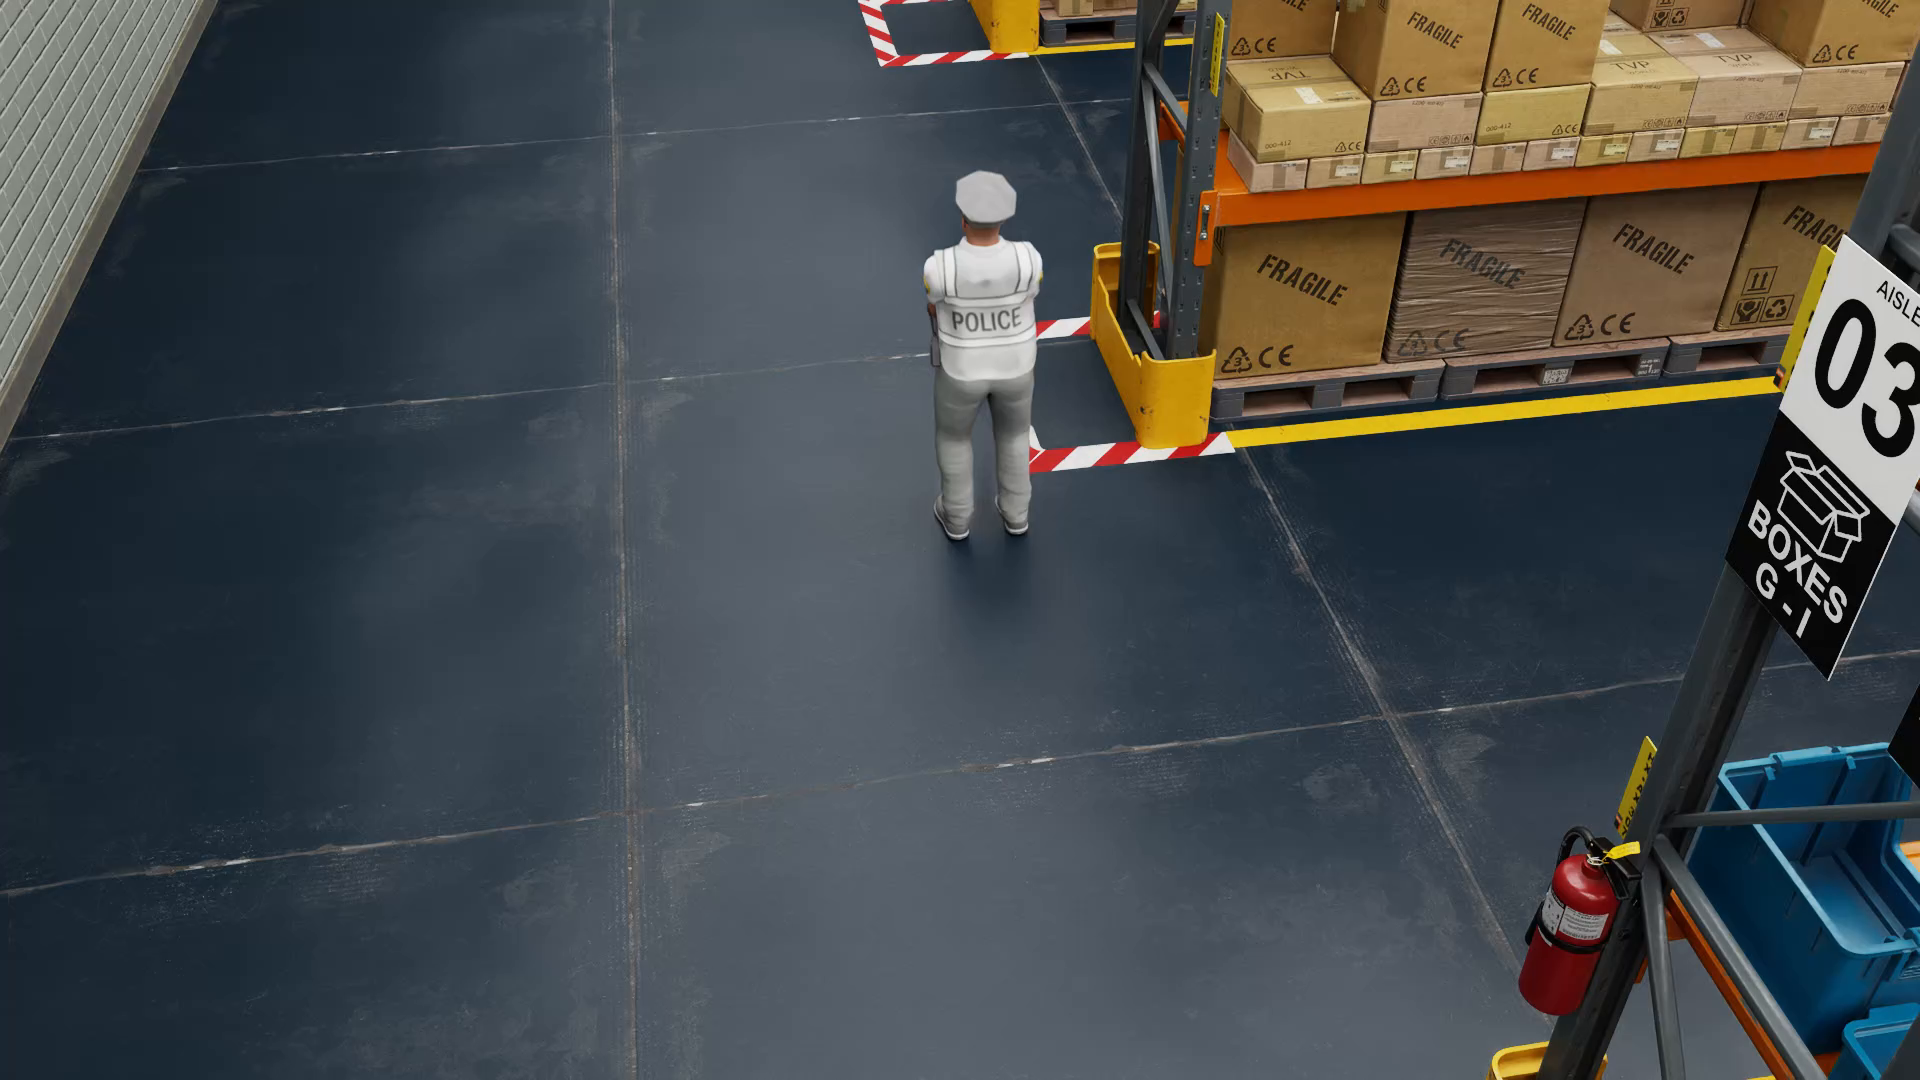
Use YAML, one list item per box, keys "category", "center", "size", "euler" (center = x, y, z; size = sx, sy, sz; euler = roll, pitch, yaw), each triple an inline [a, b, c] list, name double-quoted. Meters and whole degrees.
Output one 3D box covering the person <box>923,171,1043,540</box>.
- category: "person"
  center: [0.078, -0.809, 7.159]
  size: [0.494, 1.761, 0.565]
  euler: [-6, 39, -7]
